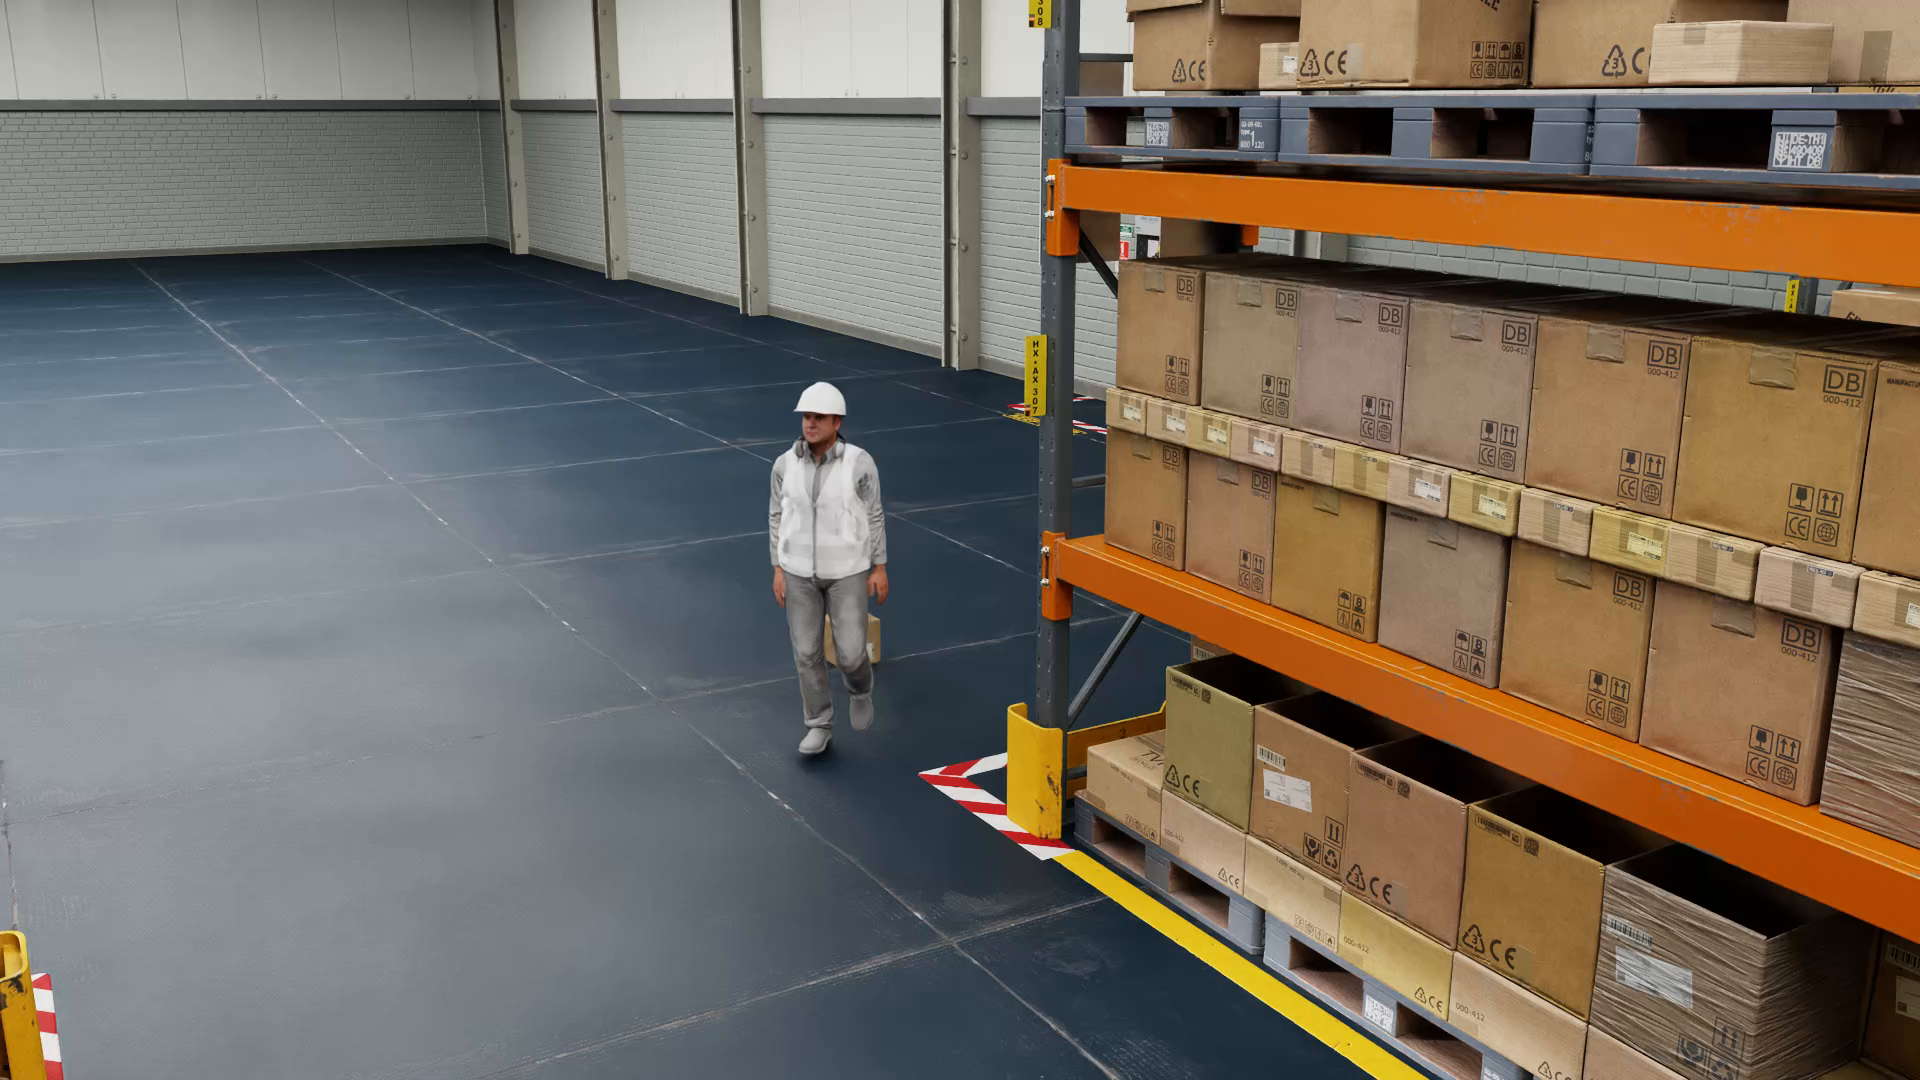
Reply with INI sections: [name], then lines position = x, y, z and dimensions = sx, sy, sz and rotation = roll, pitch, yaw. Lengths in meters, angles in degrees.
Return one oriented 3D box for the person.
[person]
position = -0.624, 0.130, 7.866
dimensions = 0.561, 1.766, 0.498
rotation = 3, 15, 10
